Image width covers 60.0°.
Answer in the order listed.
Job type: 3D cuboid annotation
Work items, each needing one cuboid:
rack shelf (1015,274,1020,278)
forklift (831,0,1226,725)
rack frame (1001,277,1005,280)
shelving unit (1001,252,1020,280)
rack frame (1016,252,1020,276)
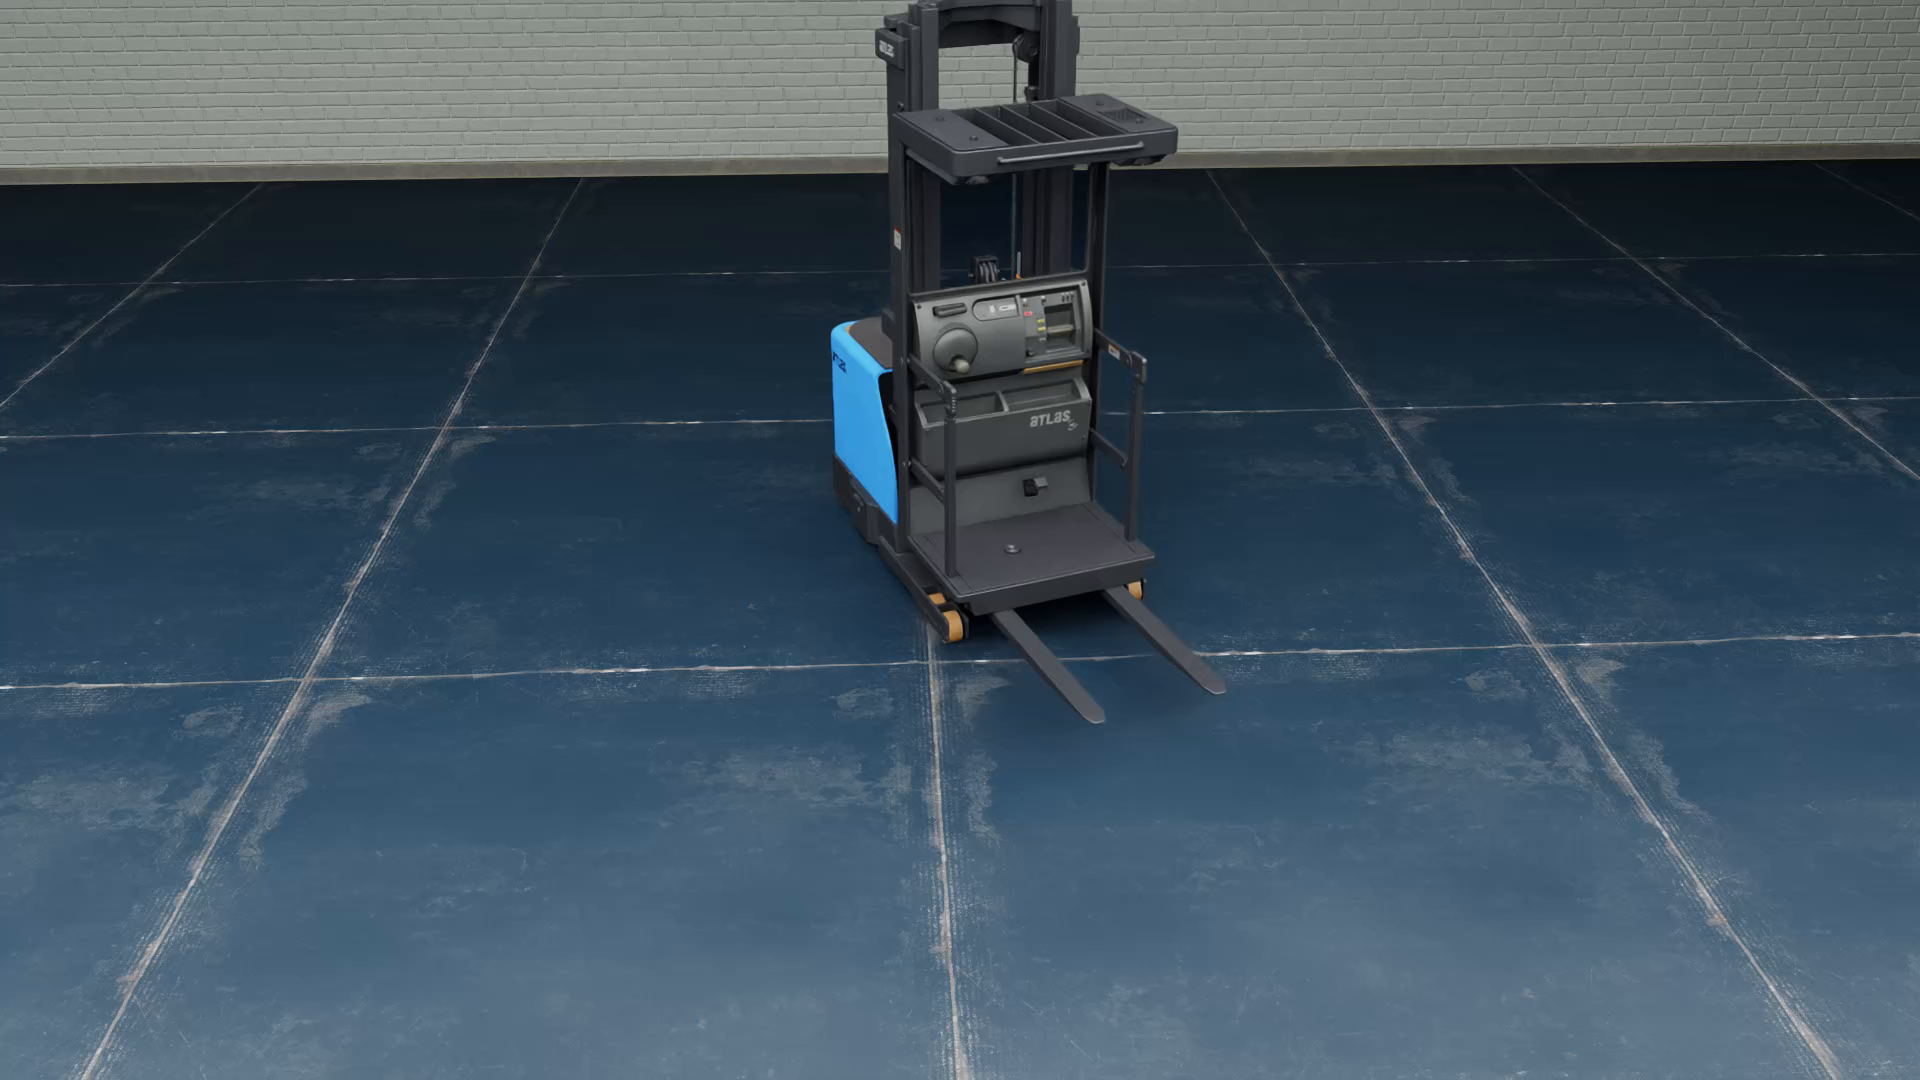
[{"bbox_3d":[0.407,-1.421,9.827,0.258,0.148,0.480,6,28,11],"label":"rack shelf"},{"bbox_3d":[0.304,-1.007,8.012,1.130,2.935,3.031,-11,29,-20],"label":"forklift"},{"bbox_3d":[0.354,-0.962,9.797,0.240,1.200,0.015,6,28,11],"label":"rack frame"},{"bbox_3d":[0.407,-1.072,10.009,0.258,1.200,0.503,6,28,11],"label":"shelving unit"},{"bbox_3d":[0.459,-1.183,10.220,0.240,1.200,0.015,6,28,11],"label":"rack frame"}]
